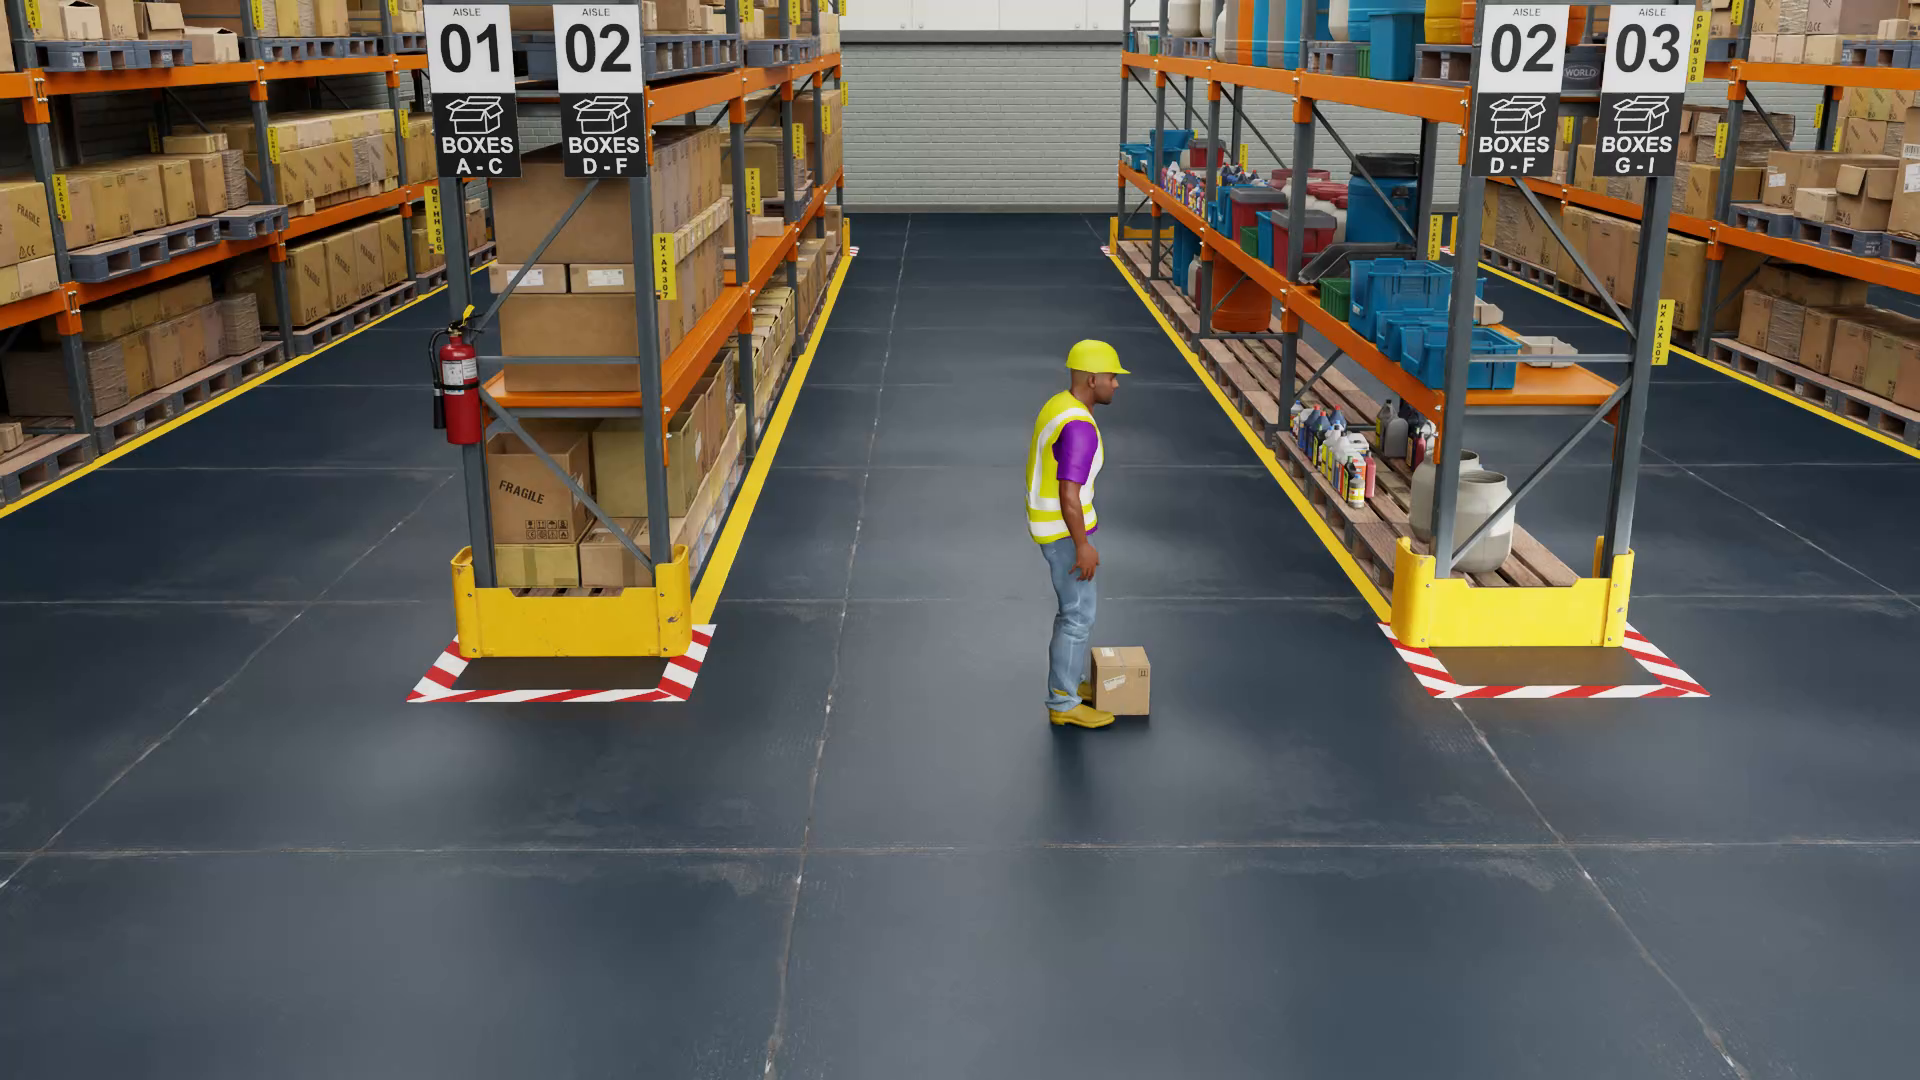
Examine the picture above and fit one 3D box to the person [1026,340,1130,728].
[{"bbox_3d":[0.534,-0.047,7.666,0.460,1.761,0.627,0,17,-1],"label":"person"}]
